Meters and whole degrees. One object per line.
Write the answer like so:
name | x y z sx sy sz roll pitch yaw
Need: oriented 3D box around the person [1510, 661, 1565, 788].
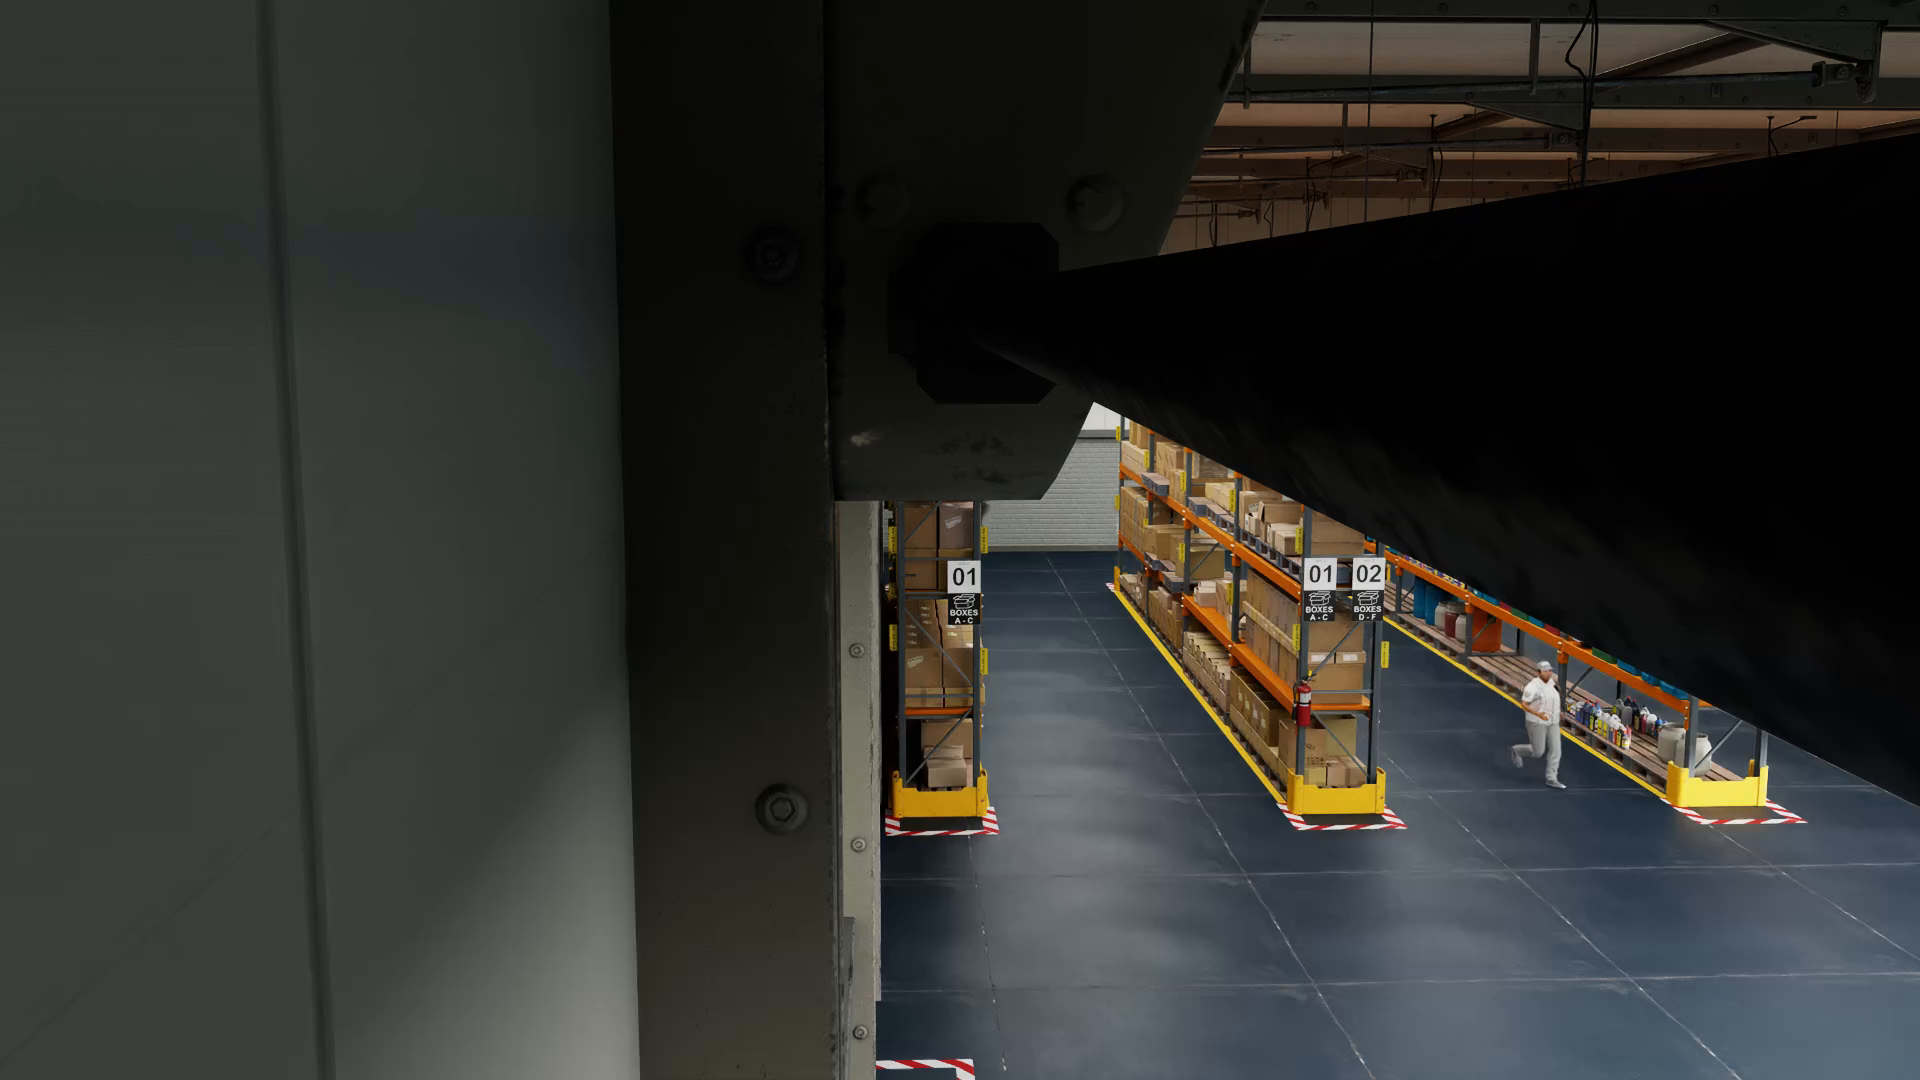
person | 7.677 2.403 21.881 0.621 1.620 0.861 -3 9 -22

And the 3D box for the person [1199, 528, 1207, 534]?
person | 5.259 0.189 36.950 0.626 1.701 0.793 -3 9 -22
